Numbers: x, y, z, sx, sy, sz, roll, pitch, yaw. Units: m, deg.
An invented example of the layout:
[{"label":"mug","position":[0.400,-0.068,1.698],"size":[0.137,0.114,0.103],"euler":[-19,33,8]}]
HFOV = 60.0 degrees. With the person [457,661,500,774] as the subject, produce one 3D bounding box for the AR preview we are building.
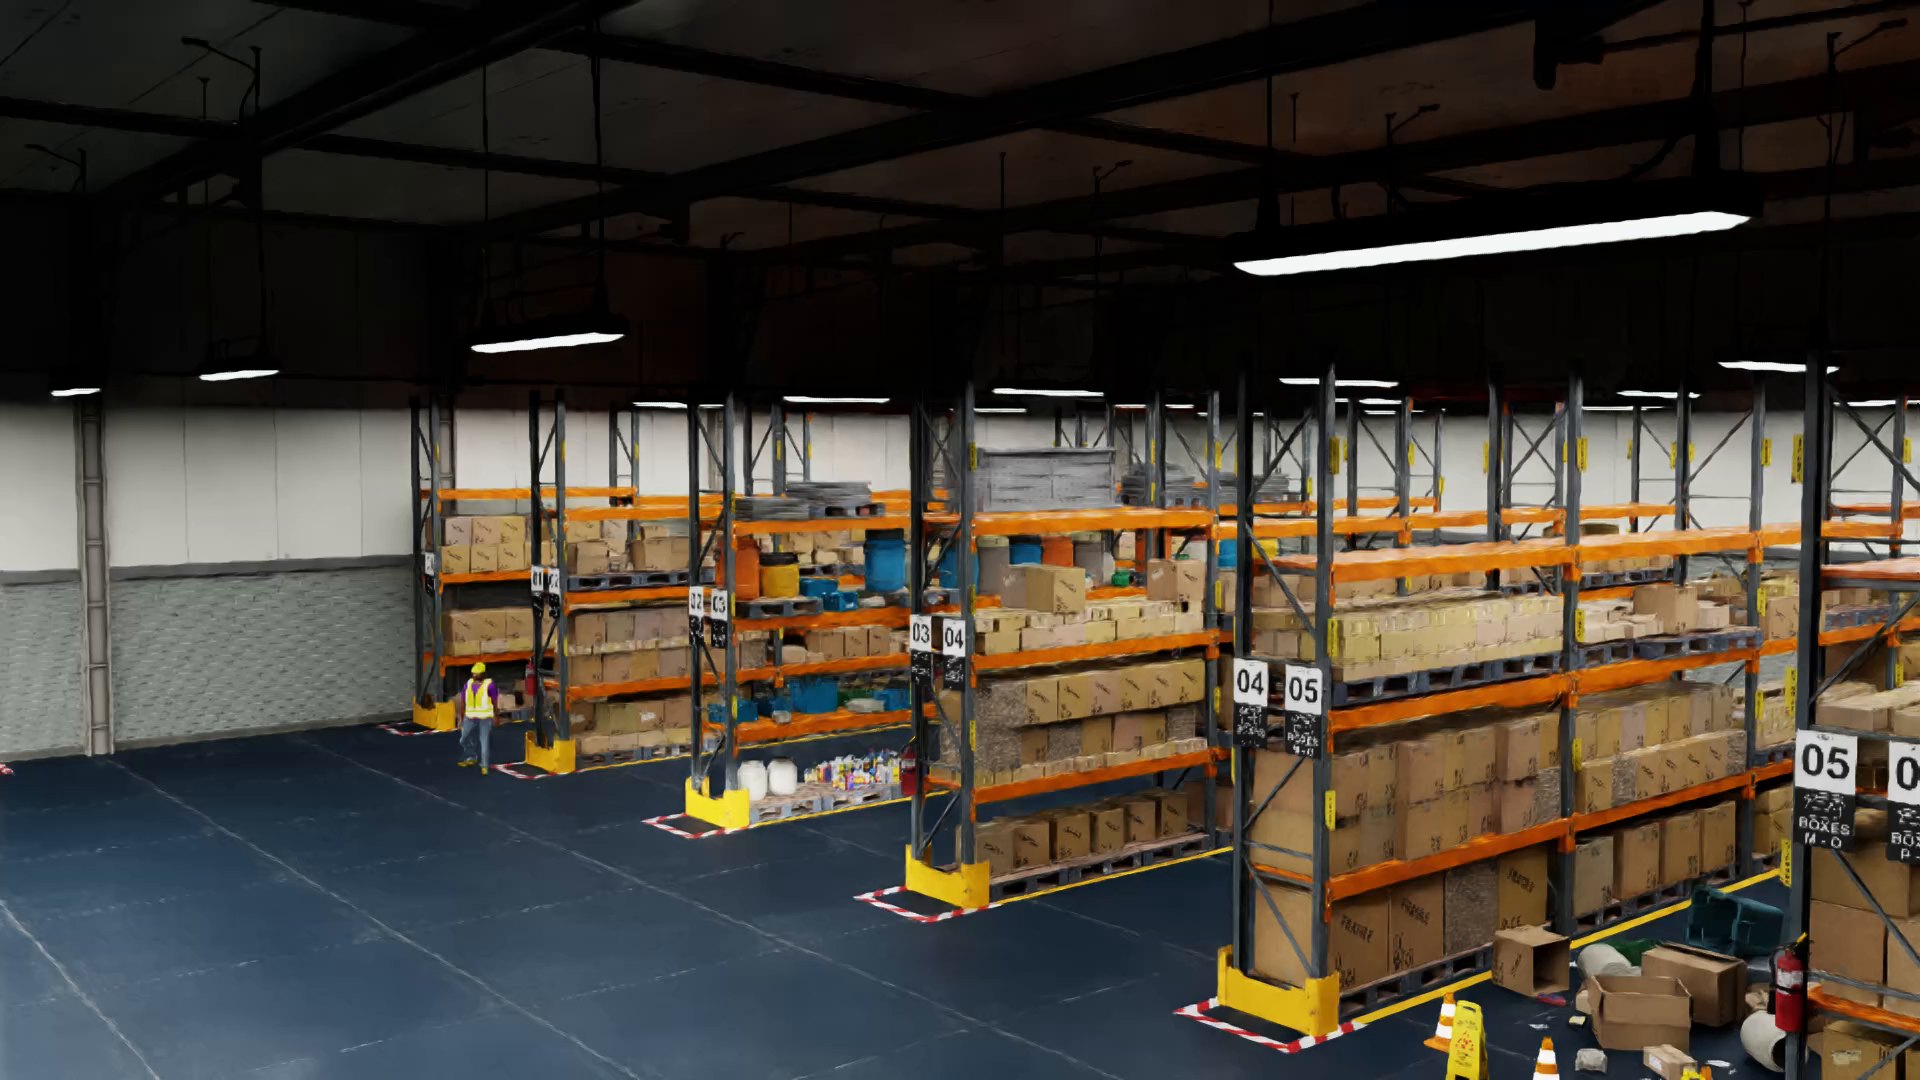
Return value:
[{"label":"person","position":[-7.561,2.754,25.949],"size":[0.746,1.759,0.529],"euler":[1,3,10]}]
